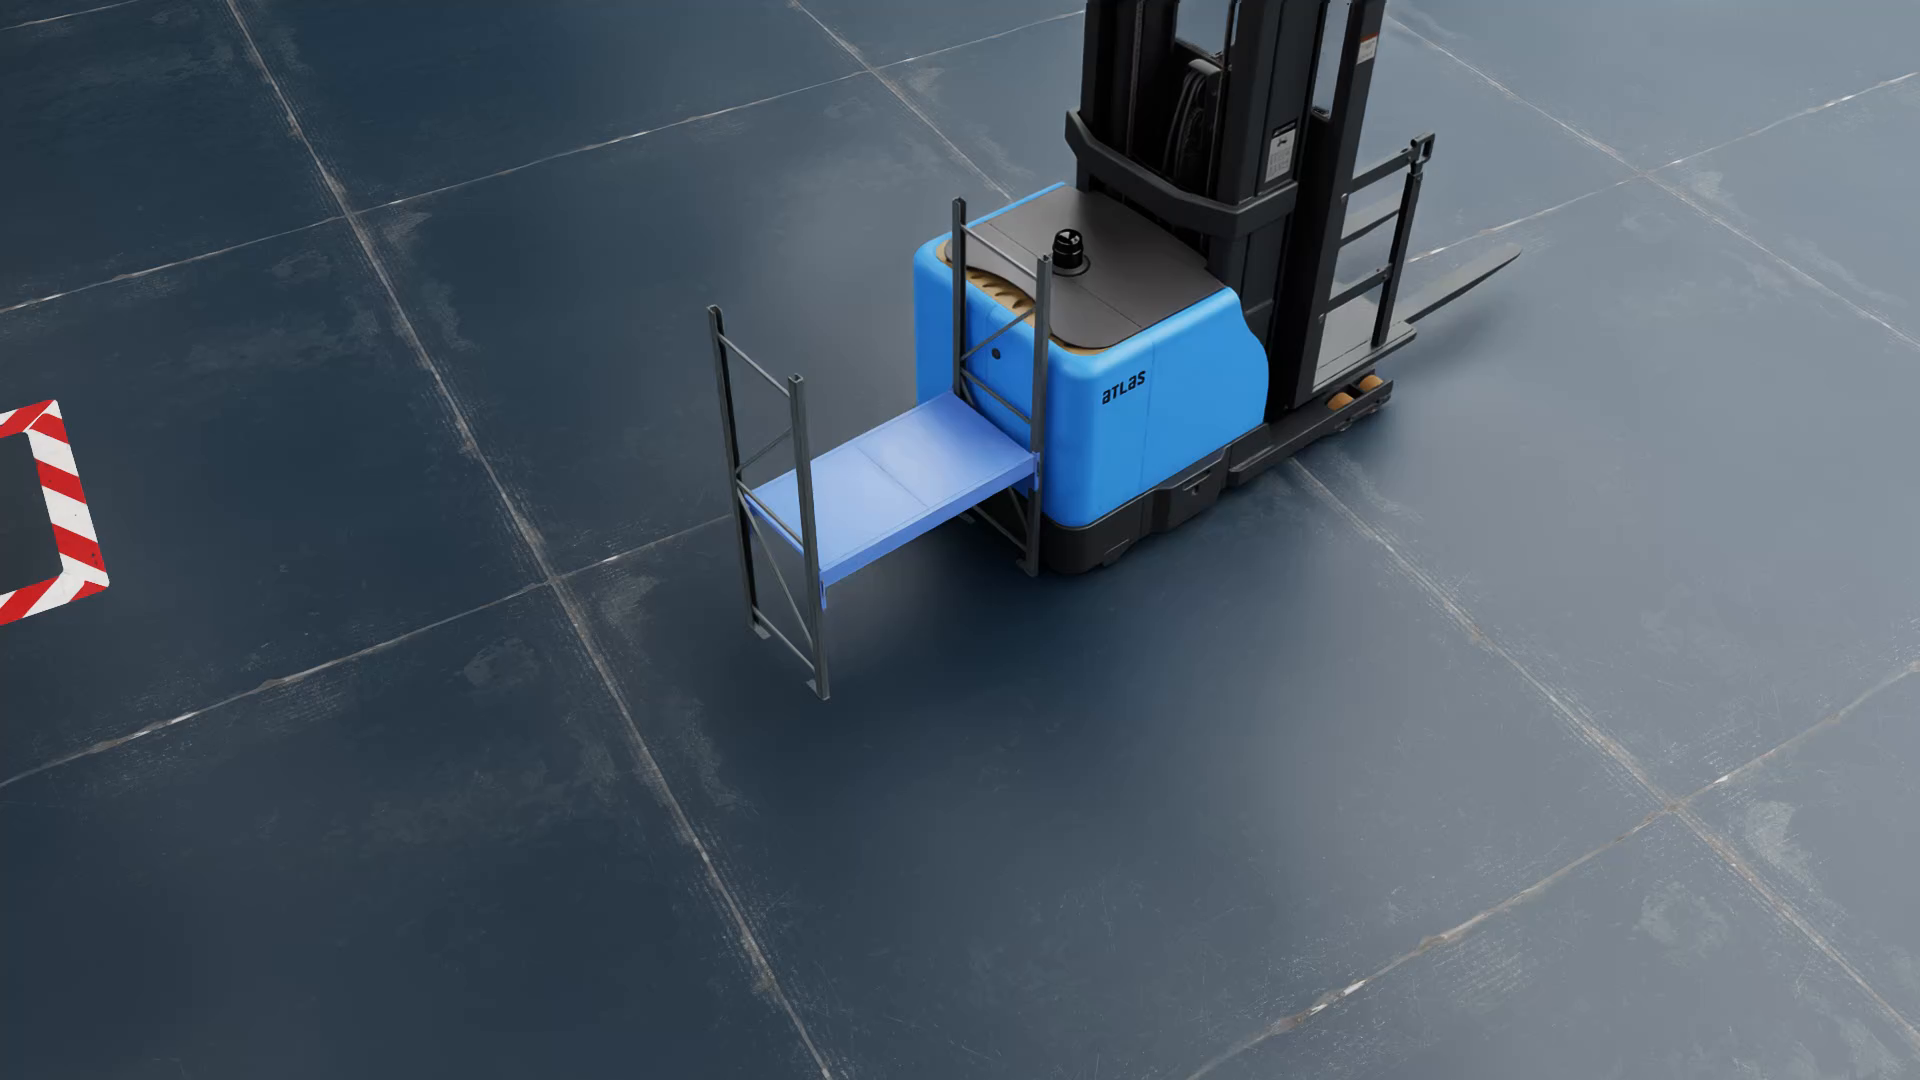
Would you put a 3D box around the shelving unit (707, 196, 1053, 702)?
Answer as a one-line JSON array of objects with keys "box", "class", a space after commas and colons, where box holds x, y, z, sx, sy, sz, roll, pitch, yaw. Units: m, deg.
[{"box": [-0.254, -0.307, 5.989, 1.048, 1.500, 0.538, -29, 51, -27], "class": "shelving unit"}]

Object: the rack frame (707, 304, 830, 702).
[{"box": [-0.649, -0.084, 5.760, 0.032, 1.500, 0.500, -29, 51, -27], "class": "rack frame"}]

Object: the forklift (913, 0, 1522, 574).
[{"box": [-8.639, -2.585, 7.309, 16.983, 2.935, 15.389, -29, 51, -27], "class": "forklift"}]

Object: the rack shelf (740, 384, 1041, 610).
[{"box": [-0.254, -0.178, 6.114, 1.000, 0.185, 0.538, -29, 51, -27], "class": "rack shelf"}]

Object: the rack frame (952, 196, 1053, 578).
[{"box": [0.141, -0.529, 6.219, 0.032, 1.500, 0.500, -29, 51, -27], "class": "rack frame"}]
